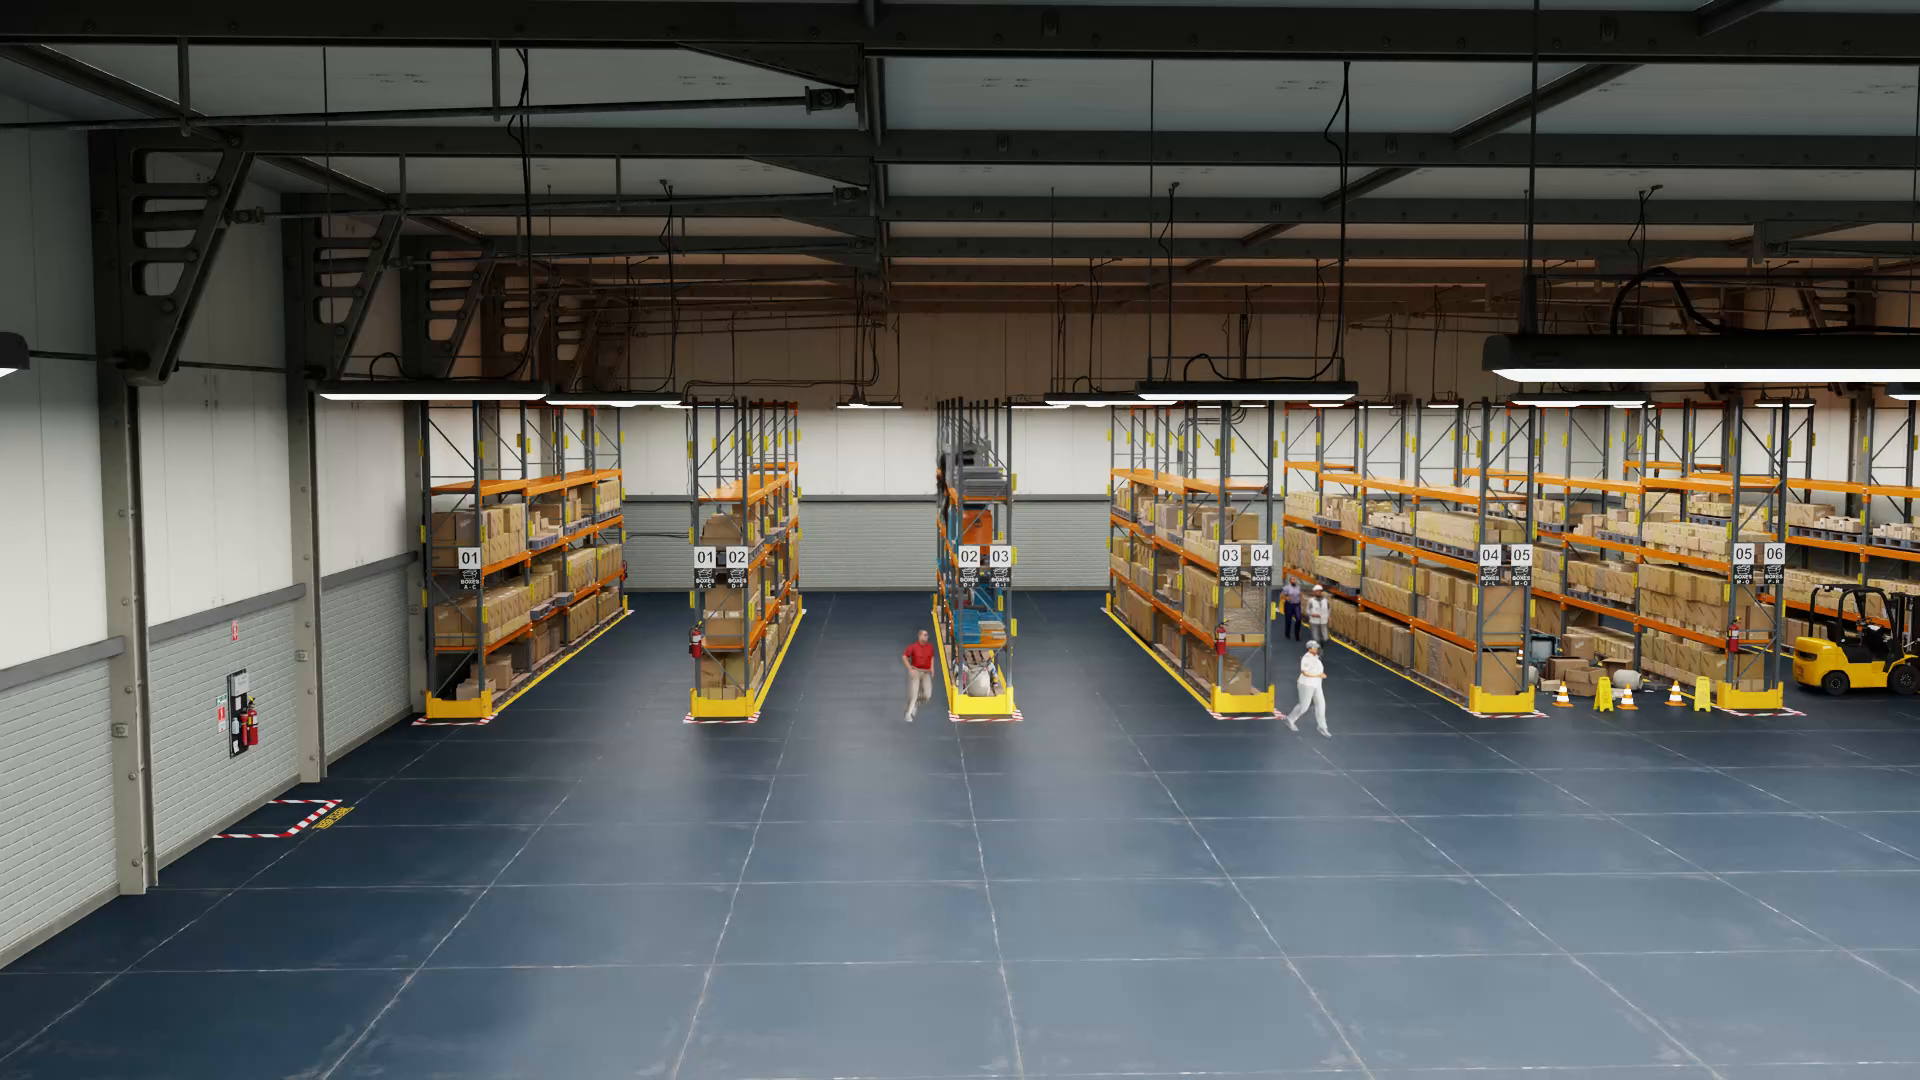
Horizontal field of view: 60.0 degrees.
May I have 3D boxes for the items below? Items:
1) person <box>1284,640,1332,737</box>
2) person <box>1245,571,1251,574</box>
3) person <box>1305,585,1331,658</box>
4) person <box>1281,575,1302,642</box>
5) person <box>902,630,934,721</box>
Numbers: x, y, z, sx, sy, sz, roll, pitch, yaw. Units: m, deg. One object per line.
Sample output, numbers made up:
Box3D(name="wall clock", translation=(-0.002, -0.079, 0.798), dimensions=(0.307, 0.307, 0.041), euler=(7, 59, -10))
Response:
Box3D(name="person", translation=(6.175, 2.624, 29.454), dimensions=(0.845, 1.725, 0.617), euler=(4, 6, 39))
Box3D(name="person", translation=(8.583, 1.151, 48.701), dimensions=(0.630, 1.629, 0.721), euler=(-3, 5, -36))
Box3D(name="person", translation=(8.256, 1.902, 38.196), dimensions=(0.645, 1.732, 0.592), euler=(0, 4, -3))
Box3D(name="person", translation=(8.286, 1.722, 41.473), dimensions=(0.592, 1.699, 0.723), euler=(0, 4, -4))
Box3D(name="person", translation=(-0.725, 2.512, 30.945), dimensions=(0.714, 1.670, 0.511), euler=(-3, 5, -30))
